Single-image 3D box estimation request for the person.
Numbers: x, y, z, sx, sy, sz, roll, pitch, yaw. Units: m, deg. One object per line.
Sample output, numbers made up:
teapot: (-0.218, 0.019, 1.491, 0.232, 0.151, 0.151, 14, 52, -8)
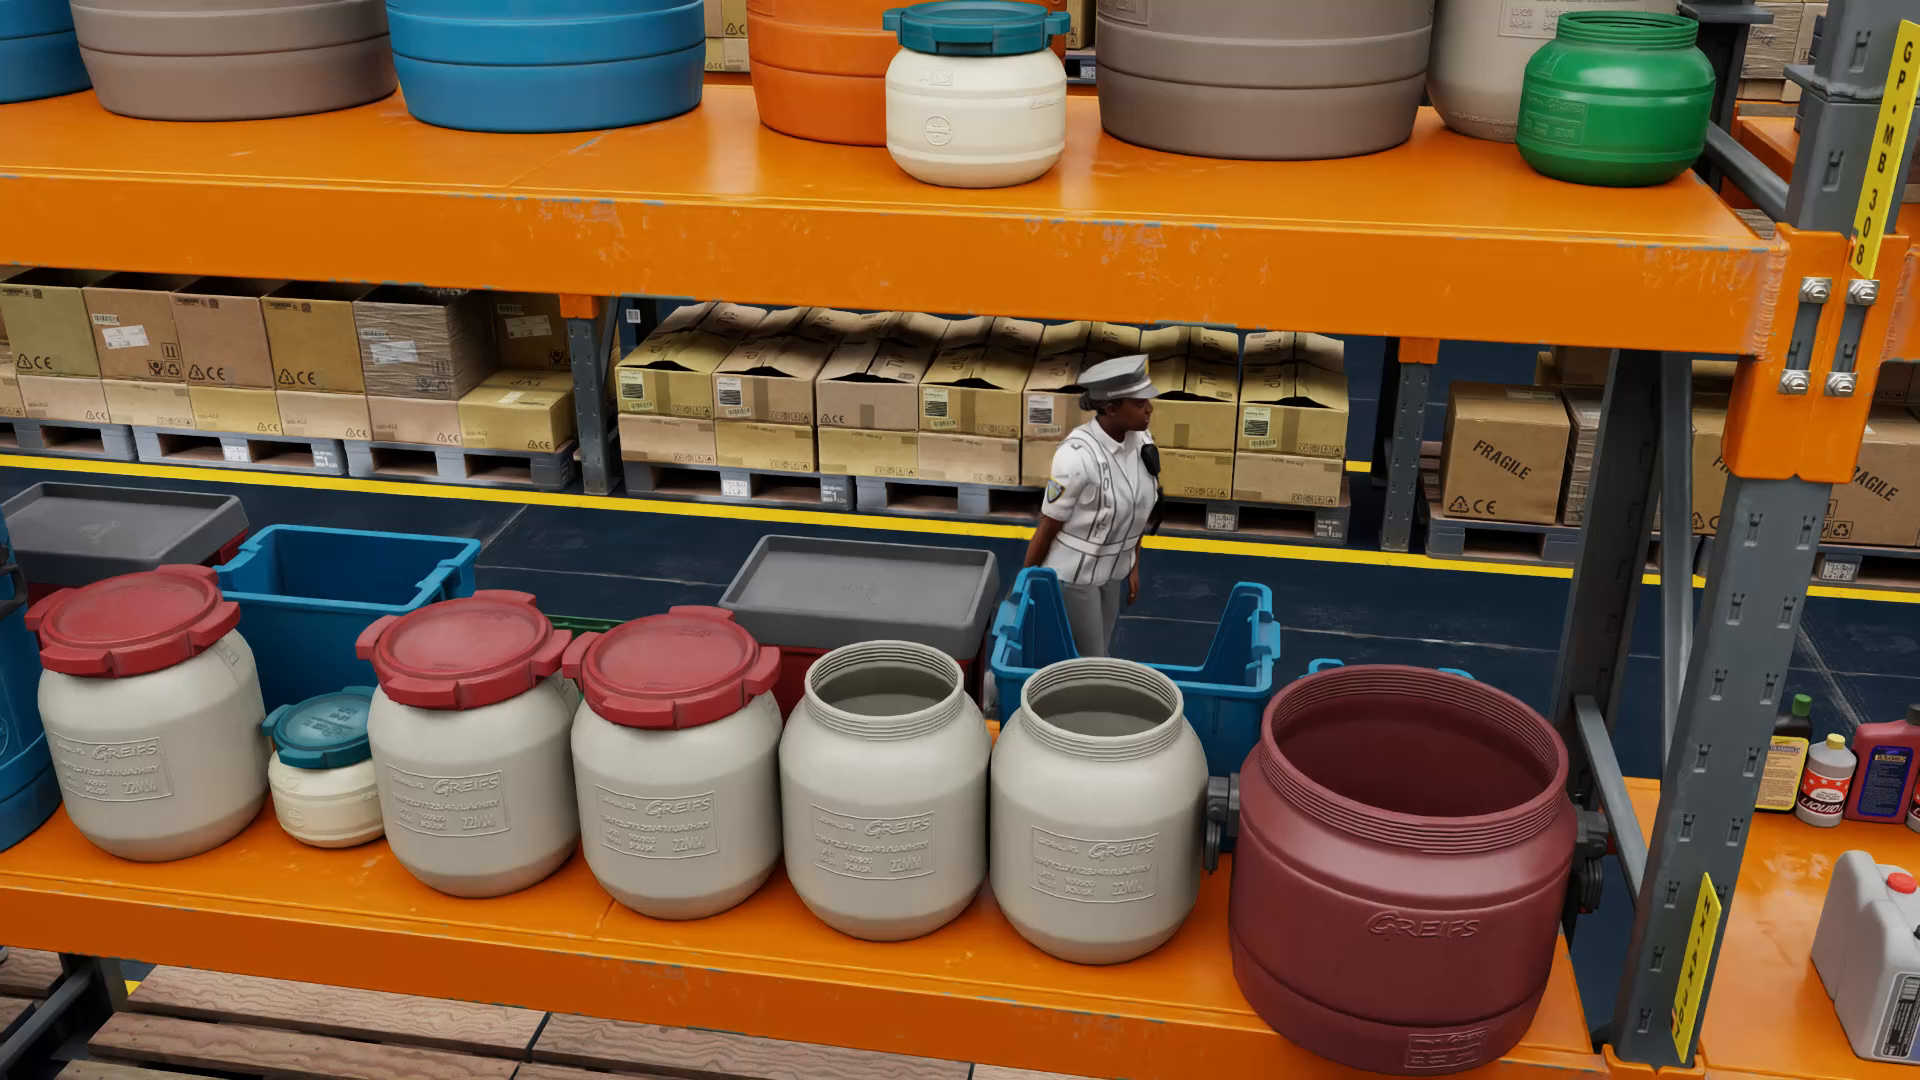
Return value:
person: (0.398, 0.092, 5.896, 0.718, 1.644, 0.509, 21, 32, 37)
